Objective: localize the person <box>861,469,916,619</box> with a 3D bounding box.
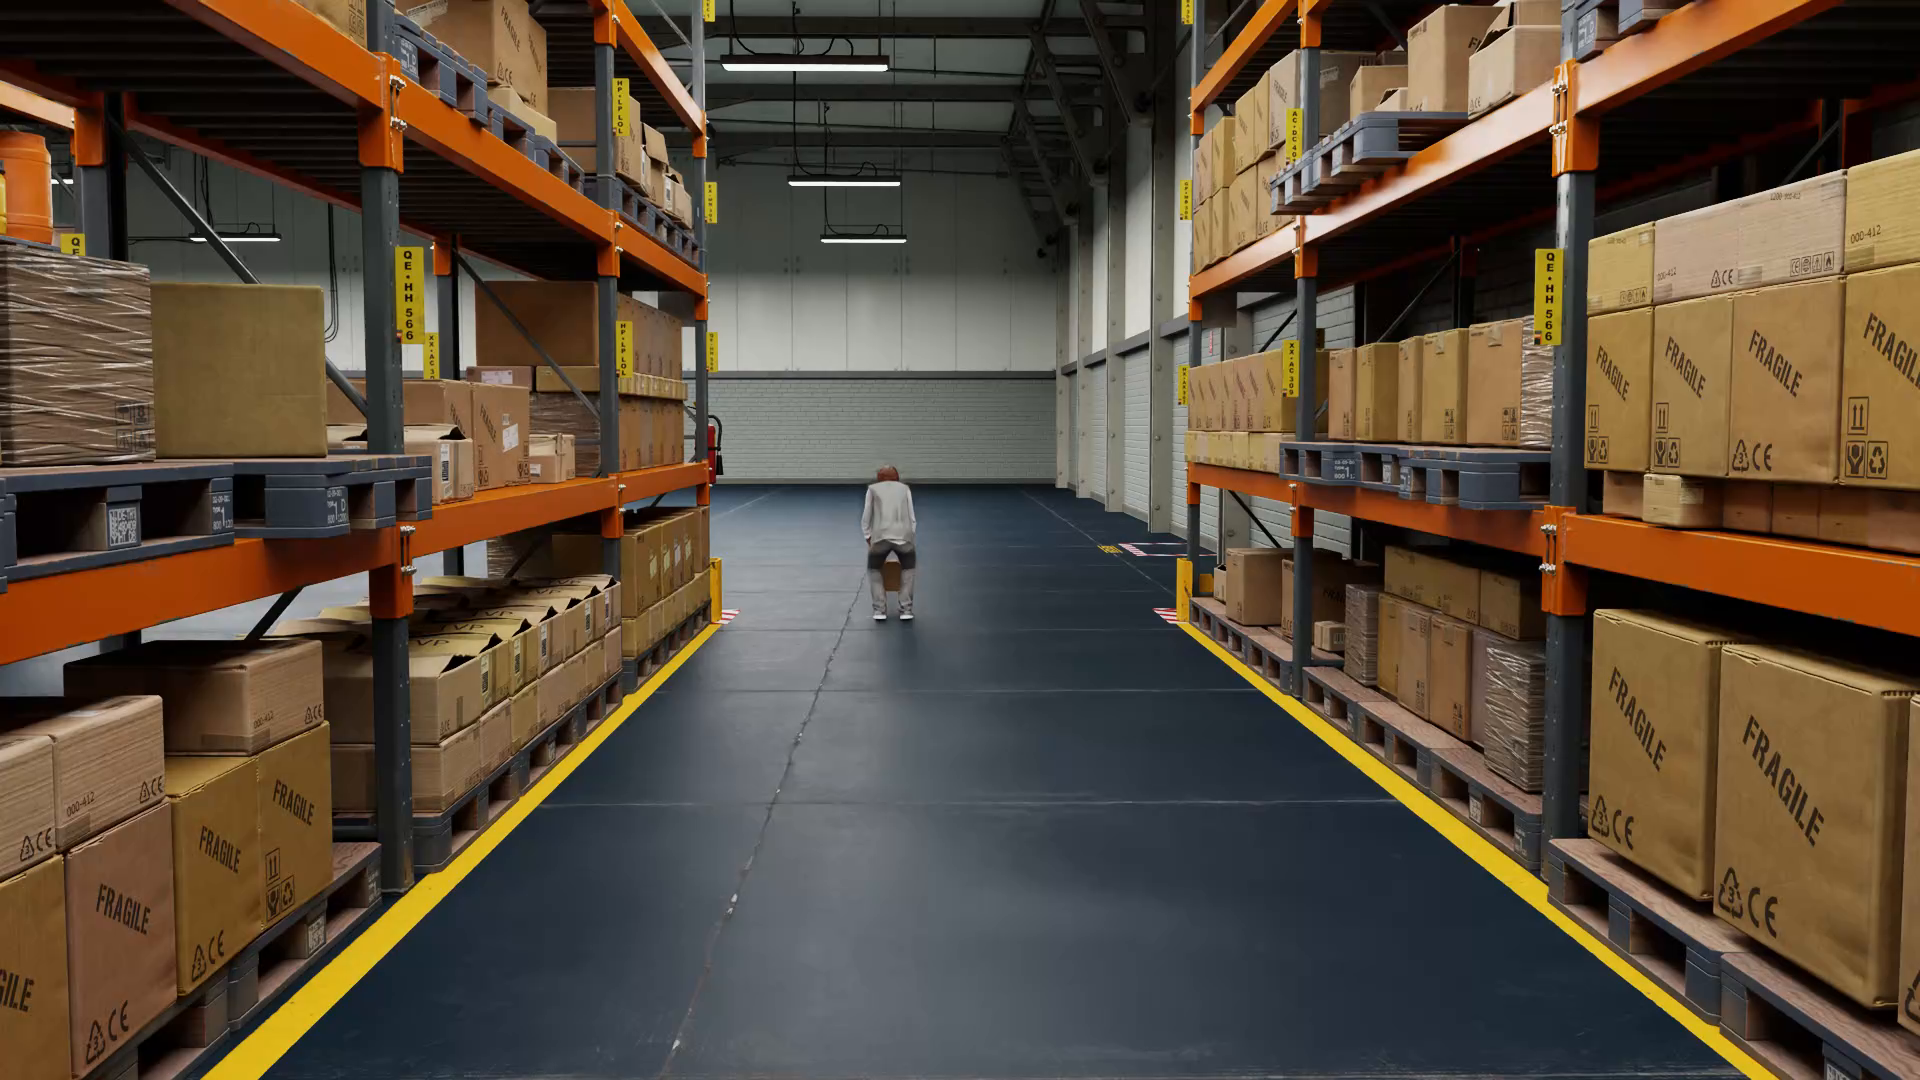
[{"bbox_3d":[-0.594,0.045,13.790,0.463,1.230,0.685,0,4,-1],"label":"person"}]
